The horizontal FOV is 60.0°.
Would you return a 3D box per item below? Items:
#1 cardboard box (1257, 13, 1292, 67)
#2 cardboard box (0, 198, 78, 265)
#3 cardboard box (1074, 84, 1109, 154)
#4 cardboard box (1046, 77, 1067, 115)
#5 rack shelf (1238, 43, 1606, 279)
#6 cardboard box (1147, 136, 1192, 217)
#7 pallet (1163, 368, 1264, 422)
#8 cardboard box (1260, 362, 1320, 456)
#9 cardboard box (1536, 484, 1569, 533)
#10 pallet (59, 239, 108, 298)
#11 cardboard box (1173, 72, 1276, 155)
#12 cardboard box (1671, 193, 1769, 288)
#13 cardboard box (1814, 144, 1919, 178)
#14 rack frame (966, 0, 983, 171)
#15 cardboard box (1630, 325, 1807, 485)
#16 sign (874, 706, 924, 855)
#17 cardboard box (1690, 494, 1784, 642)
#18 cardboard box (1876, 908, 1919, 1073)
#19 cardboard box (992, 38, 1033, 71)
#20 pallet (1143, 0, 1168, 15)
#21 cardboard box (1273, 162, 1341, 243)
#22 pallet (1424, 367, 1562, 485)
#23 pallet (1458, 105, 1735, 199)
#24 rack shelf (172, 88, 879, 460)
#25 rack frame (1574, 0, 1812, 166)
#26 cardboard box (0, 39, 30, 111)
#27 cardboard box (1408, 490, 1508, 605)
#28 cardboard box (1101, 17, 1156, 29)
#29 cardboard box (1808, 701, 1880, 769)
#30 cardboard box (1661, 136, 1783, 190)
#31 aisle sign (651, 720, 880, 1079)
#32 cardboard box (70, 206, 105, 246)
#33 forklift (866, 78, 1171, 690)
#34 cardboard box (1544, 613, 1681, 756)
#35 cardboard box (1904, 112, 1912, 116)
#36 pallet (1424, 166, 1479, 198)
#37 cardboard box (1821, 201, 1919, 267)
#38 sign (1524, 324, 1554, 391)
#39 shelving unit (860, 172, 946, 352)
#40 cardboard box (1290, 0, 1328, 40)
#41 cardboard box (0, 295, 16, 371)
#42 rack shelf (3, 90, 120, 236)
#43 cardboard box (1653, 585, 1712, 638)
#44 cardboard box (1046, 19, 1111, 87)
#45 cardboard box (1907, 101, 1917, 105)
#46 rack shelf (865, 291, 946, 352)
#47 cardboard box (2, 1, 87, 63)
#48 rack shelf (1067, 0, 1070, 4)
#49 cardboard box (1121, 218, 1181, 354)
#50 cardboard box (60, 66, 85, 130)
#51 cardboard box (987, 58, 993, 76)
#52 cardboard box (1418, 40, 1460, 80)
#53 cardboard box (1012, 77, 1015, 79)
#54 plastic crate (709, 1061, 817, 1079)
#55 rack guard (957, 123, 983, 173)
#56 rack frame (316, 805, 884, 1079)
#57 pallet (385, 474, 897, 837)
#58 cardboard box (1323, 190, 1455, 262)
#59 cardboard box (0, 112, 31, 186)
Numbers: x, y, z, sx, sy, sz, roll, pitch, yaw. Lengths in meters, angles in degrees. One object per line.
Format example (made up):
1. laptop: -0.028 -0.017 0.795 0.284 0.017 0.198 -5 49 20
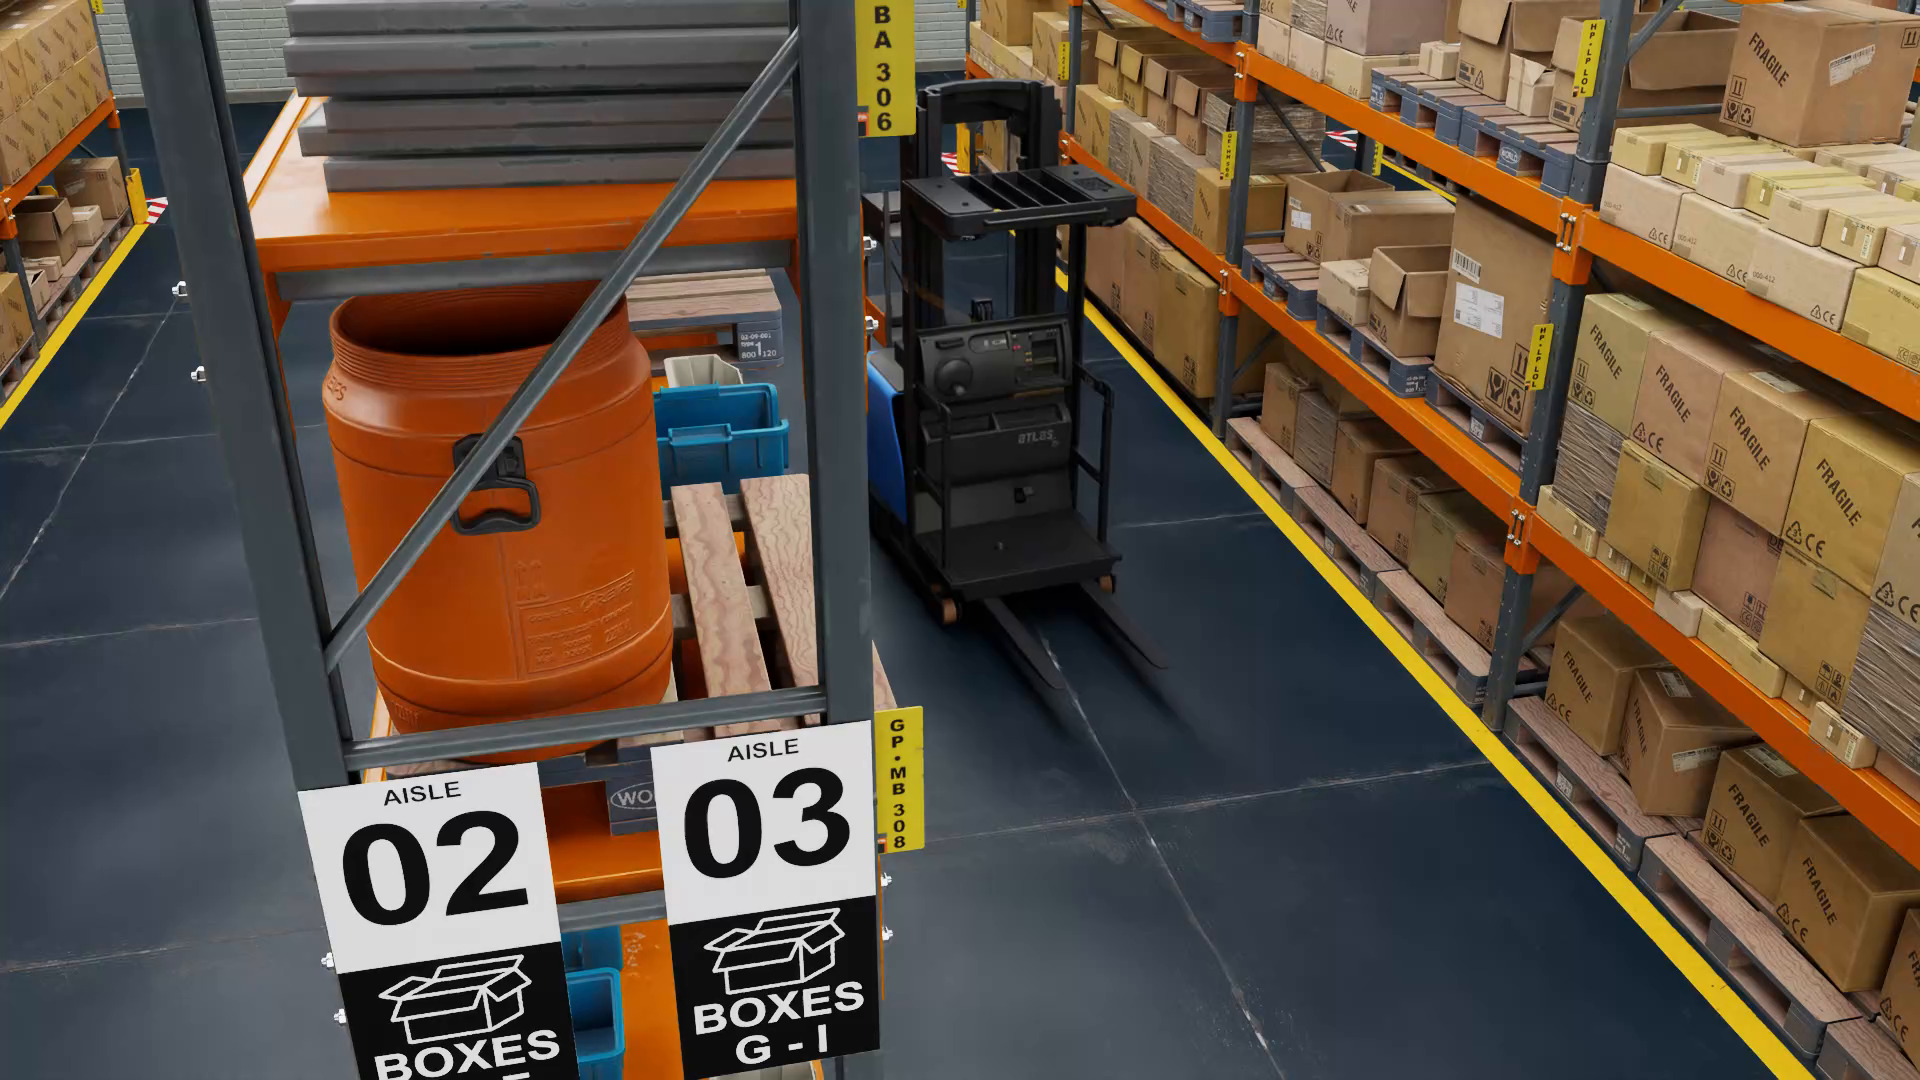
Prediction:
1. cardboard box: 2.225 -3.197 10.593 0.500 0.250 0.500 -5 27 -11
2. cardboard box: -8.615 -2.815 15.280 0.797 0.503 0.637 -6 27 -12
3. cardboard box: 1.326 -3.730 14.701 0.500 0.500 0.500 -6 27 -11
4. cardboard box: 1.110 -4.146 15.472 0.500 0.250 0.500 -6 27 -13
5. rack shelf: 2.818 -2.297 9.441 1.077 0.370 4.000 -6 27 -12
6. cardboard box: 1.787 -2.840 12.937 0.500 0.500 0.500 -7 28 -13
7. pallet: 2.263 -1.266 13.024 1.003 0.211 1.213 -6 27 -12
8. cardboard box: 2.537 -0.945 11.580 0.700 0.500 0.500 -7 28 -14
9. cardboard box: 3.024 -0.164 8.025 0.380 0.149 0.250 -6 27 -12
10. pallet: -8.619 -2.502 15.473 1.003 0.211 1.213 -6 27 -12
11. cardboard box: 2.074 -3.258 12.653 0.797 0.503 0.637 -5 27 -10
12. cardboard box: 3.244 -1.218 6.671 0.500 0.250 0.500 -6 27 -12
13. cardboard box: 3.735 -1.510 6.808 0.380 0.149 0.250 -7 28 -14
14. rack frame: 0.564 -5.669 18.653 1.000 3.000 0.127 -6 27 -12
15. cardboard box: 3.236 -0.582 7.024 0.500 0.500 0.500 -6 27 -12
16. sign: -0.119 0.461 3.169 0.100 0.325 0.005 -6 27 -12
17. cardboard box: 3.599 0.058 6.866 0.875 0.500 0.500 -6 27 -12
18. cardboard box: 3.877 1.749 6.265 0.500 0.500 0.500 1 27 2
19. cardboard box: 0.642 -5.048 17.259 0.500 0.250 0.500 -7 28 -13
20. pallet: 1.915 -4.180 12.583 1.003 0.211 1.213 -5 27 -9
21. cardboard box: 2.522 -2.443 12.150 0.500 0.500 0.500 -5 27 -10
22. pallet: 3.238 -0.666 8.953 1.003 0.211 1.213 -6 27 -12
23. pallet: 3.233 -1.938 8.140 1.213 0.211 1.003 -6 27 -12
24. rack shelf: -1.106 -1.199 4.380 1.077 0.370 4.000 -6 27 -12
25. rack frame: 3.268 -3.079 6.864 1.000 3.000 0.127 -6 27 -12
26. cardboard box: -8.136 -3.862 13.851 0.500 0.500 0.500 -7 28 -13
27. cardboard box: 3.062 0.035 9.637 0.700 0.500 0.500 -6 27 -12
28. cardboard box: 1.607 -4.550 15.439 0.500 0.500 0.500 -6 27 -12
29. cardboard box: 3.464 0.715 6.283 0.380 0.149 0.250 -6 27 -12
30. cardboard box: 3.168 -1.567 6.921 0.380 0.149 0.250 -7 28 -14
31. aisle sign: -0.354 0.699 3.151 0.394 0.787 0.004 -6 27 -12
32. cardboard box: -8.541 -3.000 15.928 0.500 0.250 0.500 -6 27 -12
33. forklift: 0.291 -1.018 9.514 1.130 2.935 3.031 -9 28 -18
34. cardboard box: 3.320 0.707 8.328 0.500 0.500 0.500 -7 28 -13
35. cardboard box: 7.244 -3.298 13.107 0.380 0.149 0.250 -7 28 -13
36. pallet: 5.856 -3.955 18.352 1.003 0.211 1.213 -6 27 -12
37. cardboard box: 3.372 -1.108 6.012 0.380 0.149 0.250 -6 27 -13
38. sign: 2.728 -0.860 7.840 0.100 0.325 0.005 -6 27 -12
39. shelving unit: -0.378 -1.387 11.168 0.431 2.100 0.503 -10 28 -18
40. cardboard box: 2.333 -3.308 9.981 0.500 0.500 0.500 -6 27 -11
41. cardboard box: -7.693 -1.584 12.845 0.500 0.500 0.500 -6 27 -11
42. rack shelf: -8.638 -3.466 15.086 1.077 0.370 4.000 -6 27 -12
43. cardboard box: 3.233 0.277 7.152 0.380 0.149 0.250 -6 27 -12
44. cardboard box: 1.101 -4.488 15.318 0.500 0.500 0.500 -5 27 -10
45. cardboard box: 10.680 -5.039 19.781 0.875 0.438 0.875 -5 27 -10
46. rack shelf: -0.378 -1.375 11.175 0.431 0.518 0.480 -10 28 -18
47. cardboard box: -8.605 -4.767 15.644 0.500 0.500 0.500 -5 27 -10
48. rack shelf: 1.015 -5.809 16.399 1.077 0.370 4.000 -6 27 -12
49. cardboard box: 2.038 -2.093 13.460 1.225 0.875 0.875 -6 27 -11
50. cardboard box: -8.495 -4.093 15.420 0.500 0.500 0.500 -6 27 -11
51. cardboard box: 0.500 -5.028 17.662 0.380 0.149 0.250 -6 27 -12
52. cardboard box: 2.748 -2.636 9.108 0.380 0.166 0.250 -7 28 -13
53. cardboard box: 0.731 -4.577 16.769 0.380 0.149 0.250 -6 27 -11
54. plastic crate: -0.544 1.550 4.643 0.298 0.136 0.250 -6 27 -12
55. rack guard: 0.559 -4.564 19.237 1.175 0.500 0.348 -6 27 -12
56. rack frame: -0.656 1.858 3.740 1.000 3.000 0.127 -6 27 -12
57. pallet: -0.747 0.230 3.846 1.003 0.211 1.213 -6 27 -12
58. cardboard box: 2.751 -1.921 10.650 0.700 0.500 0.500 -2 27 -4
59. cardboard box: -8.036 -3.205 13.660 0.500 0.500 0.500 -5 27 -10
